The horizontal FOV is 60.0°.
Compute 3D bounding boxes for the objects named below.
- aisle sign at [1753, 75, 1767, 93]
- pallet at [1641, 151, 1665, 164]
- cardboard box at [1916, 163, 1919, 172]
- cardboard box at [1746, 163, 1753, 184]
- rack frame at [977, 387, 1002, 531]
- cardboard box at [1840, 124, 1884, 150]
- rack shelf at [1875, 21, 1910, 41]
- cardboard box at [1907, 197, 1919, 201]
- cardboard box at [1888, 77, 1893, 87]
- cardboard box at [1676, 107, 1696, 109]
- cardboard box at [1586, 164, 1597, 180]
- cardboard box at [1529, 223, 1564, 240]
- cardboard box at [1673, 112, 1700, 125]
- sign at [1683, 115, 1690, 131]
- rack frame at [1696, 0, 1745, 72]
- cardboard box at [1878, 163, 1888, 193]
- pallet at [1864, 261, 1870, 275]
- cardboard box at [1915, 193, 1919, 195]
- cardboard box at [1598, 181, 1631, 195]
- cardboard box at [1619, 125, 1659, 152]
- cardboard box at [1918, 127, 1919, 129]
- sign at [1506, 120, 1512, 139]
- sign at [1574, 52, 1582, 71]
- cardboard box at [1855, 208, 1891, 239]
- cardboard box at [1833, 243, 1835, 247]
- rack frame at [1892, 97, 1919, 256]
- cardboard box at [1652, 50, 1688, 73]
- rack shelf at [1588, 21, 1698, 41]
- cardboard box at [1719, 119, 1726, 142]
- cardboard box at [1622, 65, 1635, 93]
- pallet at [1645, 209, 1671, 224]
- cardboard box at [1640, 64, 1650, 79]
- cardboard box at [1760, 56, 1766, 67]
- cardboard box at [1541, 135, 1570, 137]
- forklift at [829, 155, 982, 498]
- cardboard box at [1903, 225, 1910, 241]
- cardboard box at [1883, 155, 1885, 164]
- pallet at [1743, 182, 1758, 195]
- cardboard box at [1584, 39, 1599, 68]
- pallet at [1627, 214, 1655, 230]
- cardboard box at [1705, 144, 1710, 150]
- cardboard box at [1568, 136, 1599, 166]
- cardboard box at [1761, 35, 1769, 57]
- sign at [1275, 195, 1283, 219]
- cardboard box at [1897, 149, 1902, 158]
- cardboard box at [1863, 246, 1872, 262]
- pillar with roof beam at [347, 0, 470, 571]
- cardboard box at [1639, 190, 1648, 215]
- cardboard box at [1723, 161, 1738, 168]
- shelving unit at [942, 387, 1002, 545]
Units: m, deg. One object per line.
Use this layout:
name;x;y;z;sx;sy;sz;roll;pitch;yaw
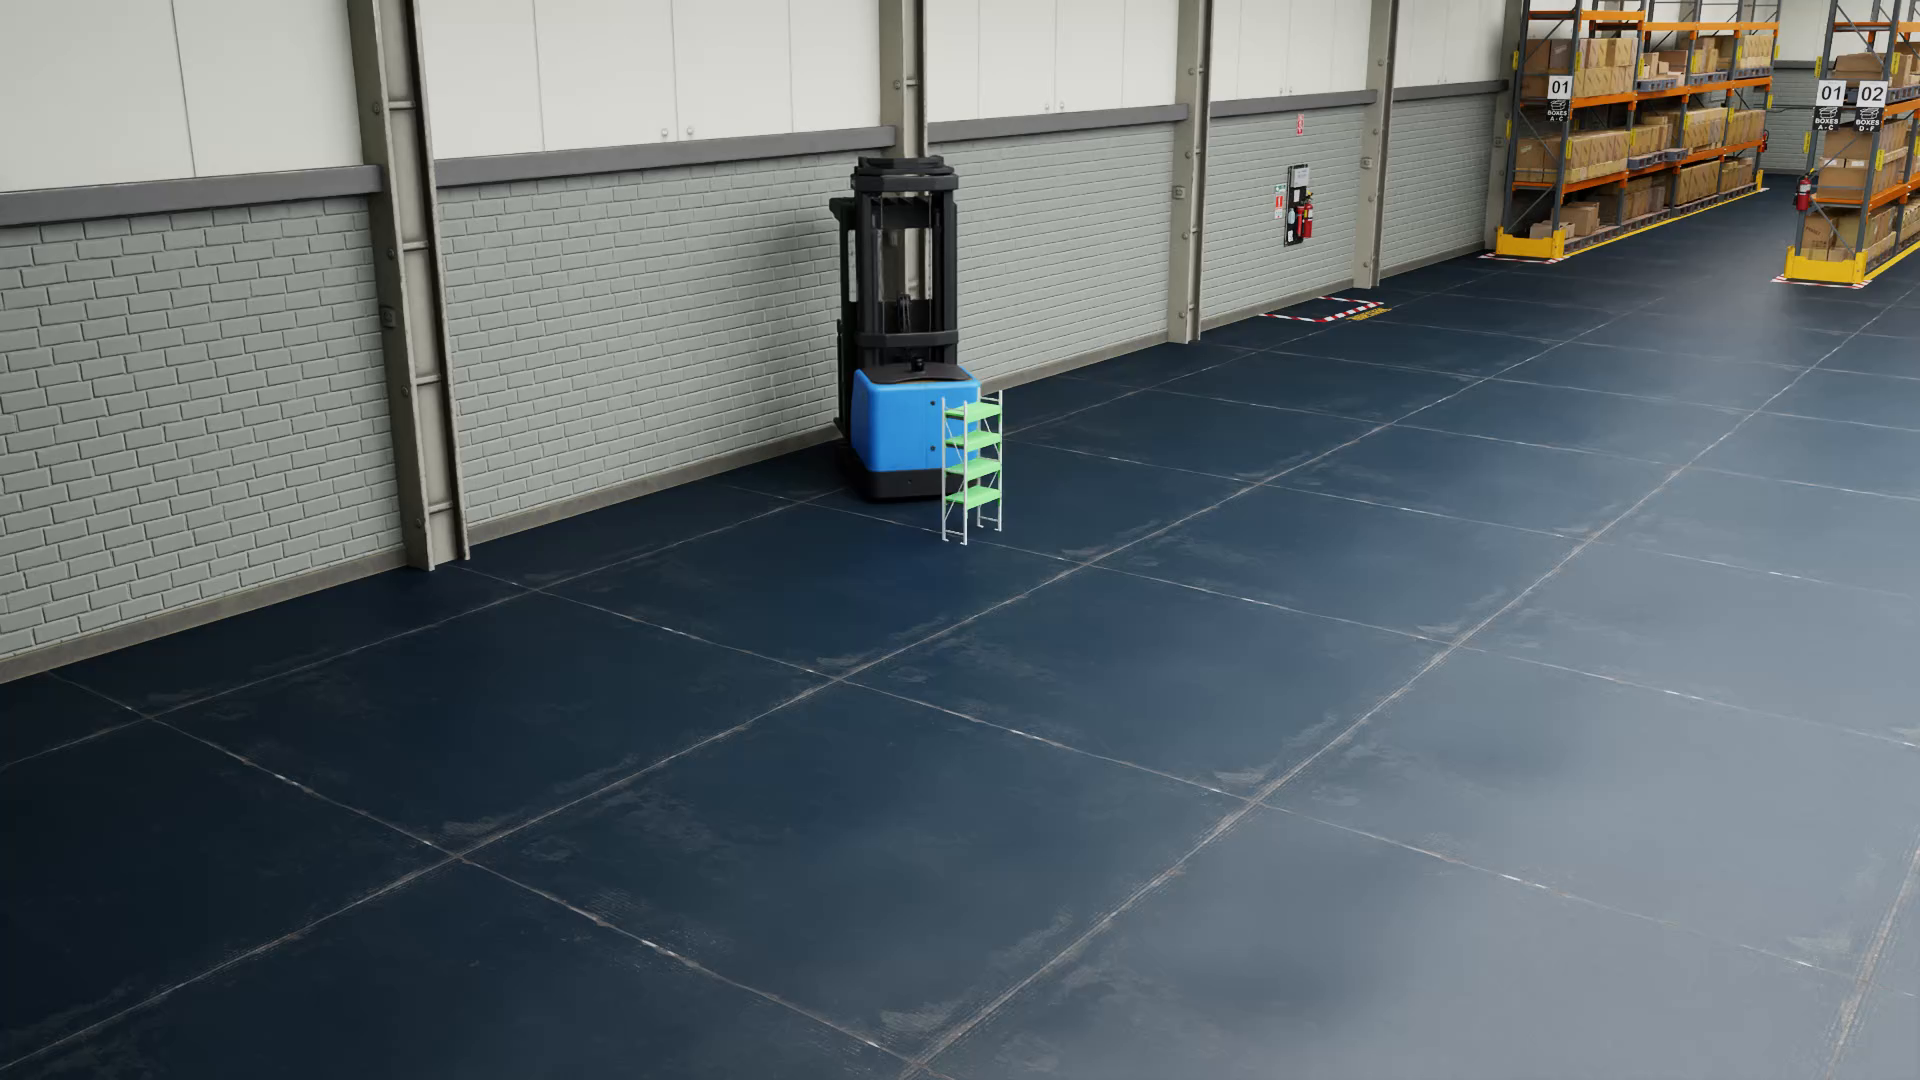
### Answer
aisle sign;20.250;-11.677;41.906;0.394;0.787;0.004;12;21;35
pallet;14.053;-7.996;34.758;1.003;0.211;1.213;12;21;35
cardboard box;18.866;-7.309;32.645;0.380;0.149;0.250;12;21;35
cardboard box;19.630;-9.294;42.121;0.700;0.500;0.500;12;21;35
rack frame;0.244;-0.671;13.880;0.240;1.200;0.015;12;21;35
cardboard box;15.042;-6.701;27.910;0.700;0.500;0.500;12;21;33
rack shelf;17.988;-9.546;31.197;1.077;0.370;4.000;12;21;35
cardboard box;19.066;-6.679;33.175;0.500;0.311;0.500;13;22;36
cardboard box;15.256;-7.615;27.630;0.380;0.149;0.250;12;21;35
cardboard box;16.793;-9.887;38.556;0.500;0.250;0.500;13;21;35
cardboard box;11.585;-6.905;31.142;0.500;0.250;0.500;12;21;34
cardboard box;10.917;-5.736;30.948;0.500;0.311;0.500;10;20;29
cardboard box;15.997;-9.314;36.712;0.500;0.250;0.500;12;21;34
sign;15.641;-8.988;35.809;0.100;0.325;0.005;12;21;35
rack frame;17.583;-12.384;38.449;1.000;3.000;0.127;12;21;35
cardboard box;15.622;-6.312;28.844;0.700;0.500;0.500;13;22;36
pallet;14.835;-4.644;28.343;1.003;0.211;1.213;12;21;35
cardboard box;19.988;-6.892;34.352;0.500;0.500;0.500;12;21;33
cardboard box;13.501;-7.272;34.311;0.500;0.250;0.500;12;21;34
cardboard box;14.203;-8.410;34.856;0.700;0.500;0.500;12;21;35
cardboard box;20.163;-8.294;34.518;0.500;0.500;0.700;-15;23;-40
sign;9.999;-7.468;30.248;0.100;0.325;0.005;12;21;35
sign;10.869;-8.415;29.252;0.100;0.325;0.005;12;21;35
cardboard box;16.094;-5.599;29.379;0.500;0.500;0.500;12;21;35
cardboard box;14.784;-4.975;28.634;0.500;0.250;0.500;12;21;35
rack frame;16.797;-6.739;30.387;1.000;3.000;0.127;12;21;35
cardboard box;15.437;-10.380;36.143;0.700;0.500;0.500;11;20;30
rack shelf;14.008;-10.420;34.013;1.077;0.370;4.000;12;21;35
cardboard box;17.510;-9.564;38.779;0.500;0.500;0.500;12;21;34
cardboard box;12.712;-8.939;32.210;0.500;0.500;0.500;13;22;36
pallet;14.733;-7.049;36.086;1.003;0.211;1.213;12;21;35
cardboard box;13.573;-9.467;33.555;0.500;0.311;0.500;13;22;36
cardboard box;19.434;-11.735;40.794;0.500;0.250;0.500;11;21;33
cardboard box;11.155;-7.349;31.305;0.500;0.500;0.500;12;21;33
forklift;-0.619;-2.166;15.775;1.130;2.935;3.031;-4;18;-12
cardboard box;17.542;-5.800;31.292;0.500;0.250;0.500;13;22;36
cardboard box;15.434;-6.445;28.179;0.380;0.149;0.250;12;21;33
pallet;19.553;-8.936;42.162;1.003;0.211;1.213;12;21;35
cardboard box;11.197;-8.788;30.037;0.500;0.500;0.500;12;21;34
pallet;14.005;-6.759;35.154;1.003;0.211;1.213;12;21;35
cardboard box;16.978;-9.040;38.187;0.380;0.149;0.250;12;21;35
cardboard box;11.574;-7.255;31.004;0.500;0.500;0.500;12;21;33
cardboard box;19.442;-12.099;40.701;0.500;0.500;0.500;13;22;36
sign;4.665;-4.873;24.318;0.001;0.329;0.234;12;21;35
cardboard box;16.504;-6.873;29.555;0.380;0.149;0.250;12;21;33
cardboard box;15.207;-4.882;28.335;0.500;0.250;0.500;12;21;35
pillar with roof beam;-0.687;-3.368;9.417;9.100;9.000;0.400;12;21;35
cardboard box;14.139;-7.176;35.268;0.700;0.500;0.500;12;21;34
cardboard box;18.772;-9.169;40.625;0.380;0.149;0.250;12;21;33
shelving unit;0.099;-0.612;13.693;0.258;1.200;0.503;12;21;35
